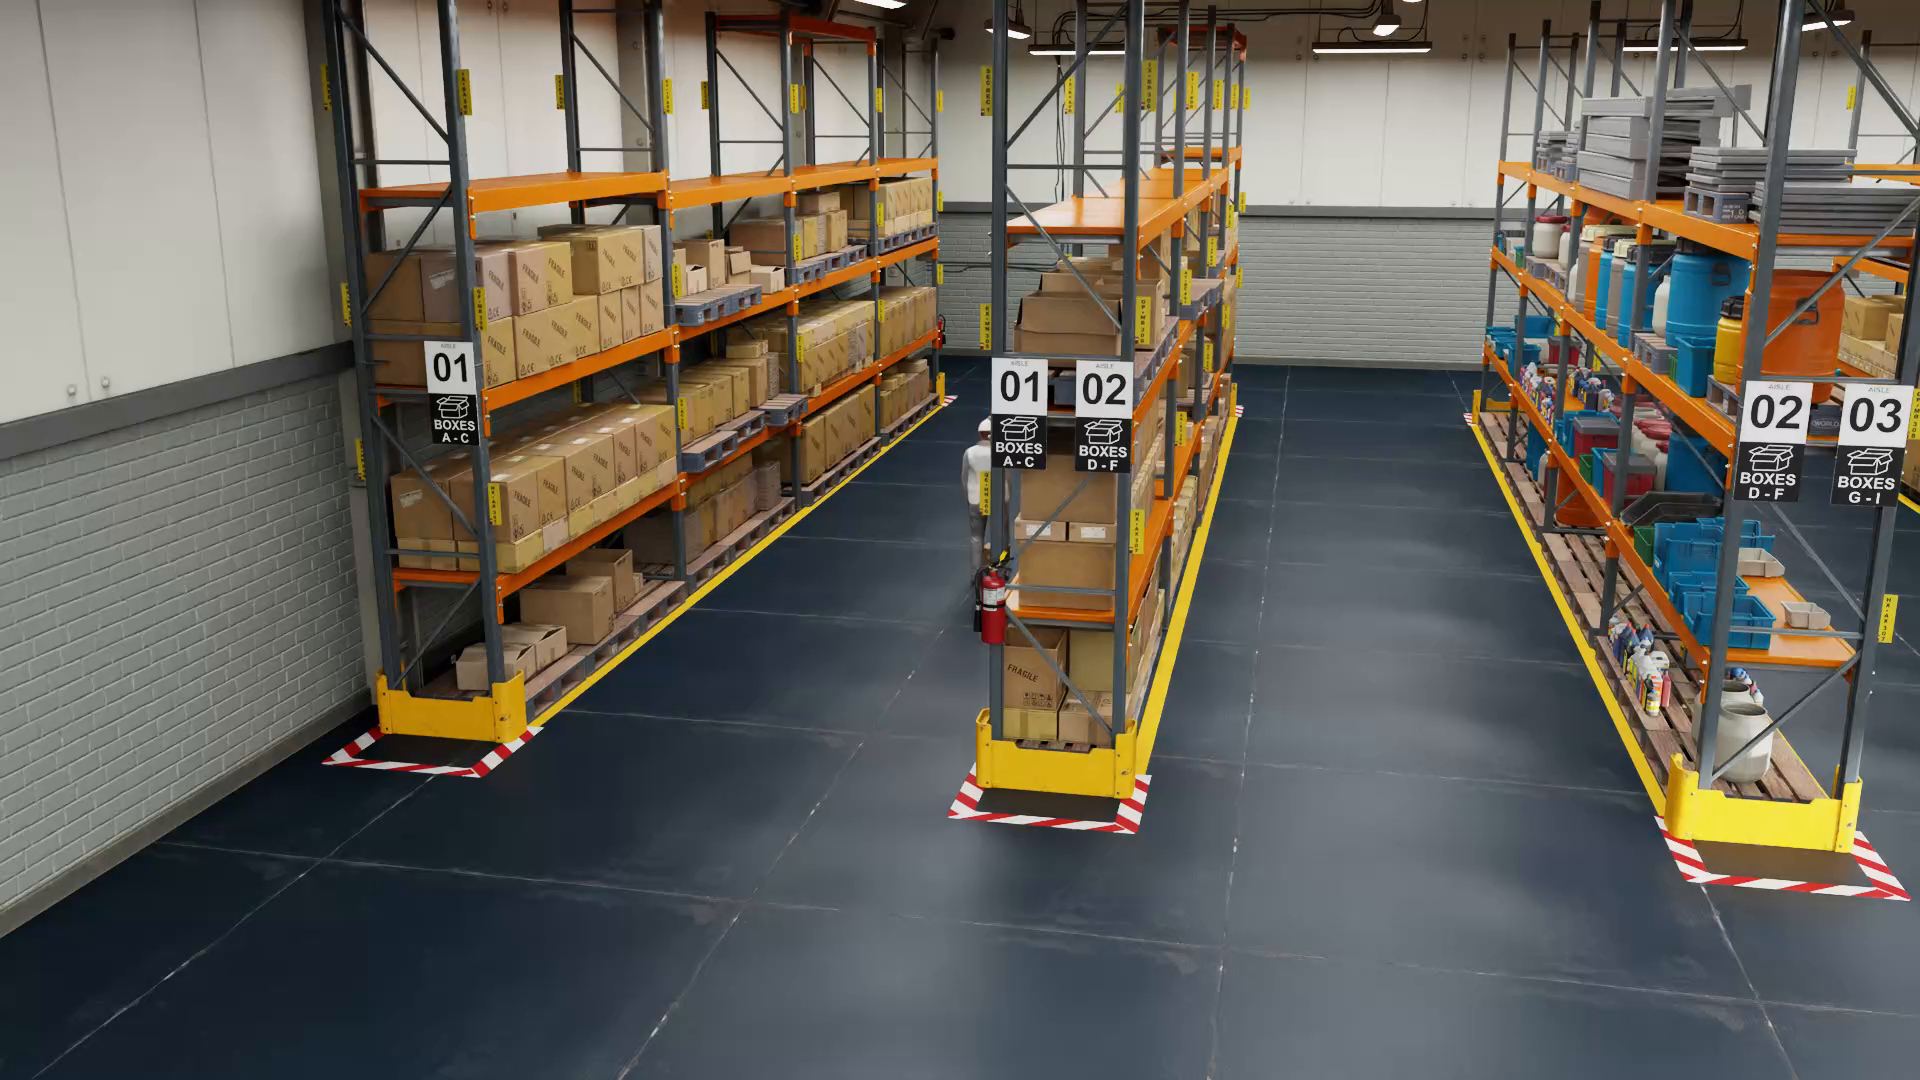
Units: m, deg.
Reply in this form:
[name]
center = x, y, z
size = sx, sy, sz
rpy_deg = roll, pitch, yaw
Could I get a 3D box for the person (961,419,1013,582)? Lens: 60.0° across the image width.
[person]
center = 0.287, -0.412, 17.637
size = 0.552, 1.736, 0.442
rpy_deg = 3, 15, 13
